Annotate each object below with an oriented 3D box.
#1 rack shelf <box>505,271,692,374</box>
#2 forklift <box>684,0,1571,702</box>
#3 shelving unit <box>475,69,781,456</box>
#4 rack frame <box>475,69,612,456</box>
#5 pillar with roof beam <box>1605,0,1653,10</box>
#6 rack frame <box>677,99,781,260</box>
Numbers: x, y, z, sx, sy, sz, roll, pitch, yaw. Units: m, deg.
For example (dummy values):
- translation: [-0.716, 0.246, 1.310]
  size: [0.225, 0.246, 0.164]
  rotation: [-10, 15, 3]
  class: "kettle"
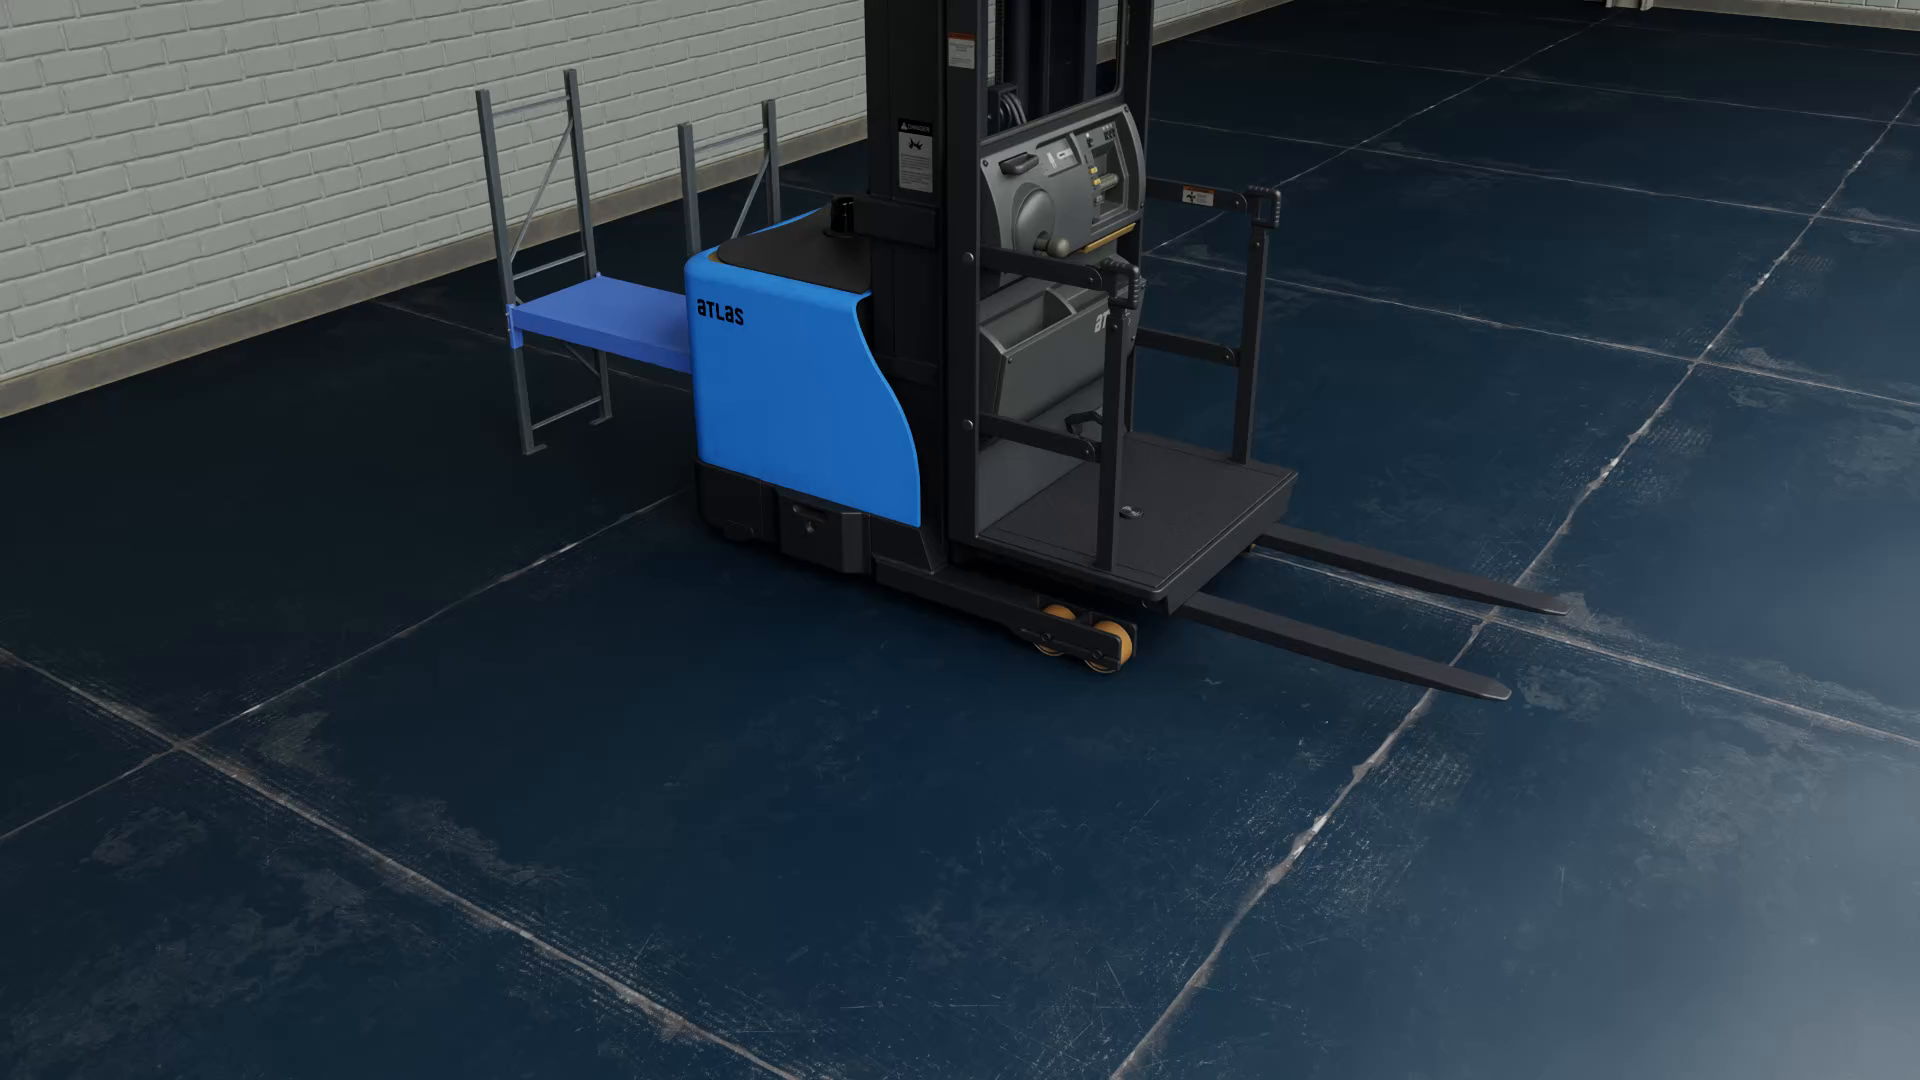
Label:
- translation: [-1.256, -0.830, 6.624]
  size: [1.000, 0.185, 0.538]
  rotation: [17, 31, 29]
  class: "rack shelf"
- translation: [0.519, -1.149, 5.276]
  size: [3.031, 2.935, 1.130]
  rotation: [17, 31, 30]
  class: "forklift"
- translation: [-1.256, -0.990, 6.542]
  size: [1.048, 1.500, 0.538]
  rotation: [17, 31, 29]
  class: "shelving unit"
- translation: [-1.680, -1.117, 6.792]
  size: [0.032, 1.500, 0.500]
  rotation: [17, 31, 29]
  class: "rack frame"
- translation: [4.368, -7.828, 11.710]
  size: [0.400, 9.000, 9.100]
  rotation: [17, 32, 30]
  class: "pillar with roof beam"
- translation: [-0.832, -0.863, 6.292]
  size: [0.032, 1.500, 0.500]
  rotation: [17, 31, 29]
  class: "rack frame"
